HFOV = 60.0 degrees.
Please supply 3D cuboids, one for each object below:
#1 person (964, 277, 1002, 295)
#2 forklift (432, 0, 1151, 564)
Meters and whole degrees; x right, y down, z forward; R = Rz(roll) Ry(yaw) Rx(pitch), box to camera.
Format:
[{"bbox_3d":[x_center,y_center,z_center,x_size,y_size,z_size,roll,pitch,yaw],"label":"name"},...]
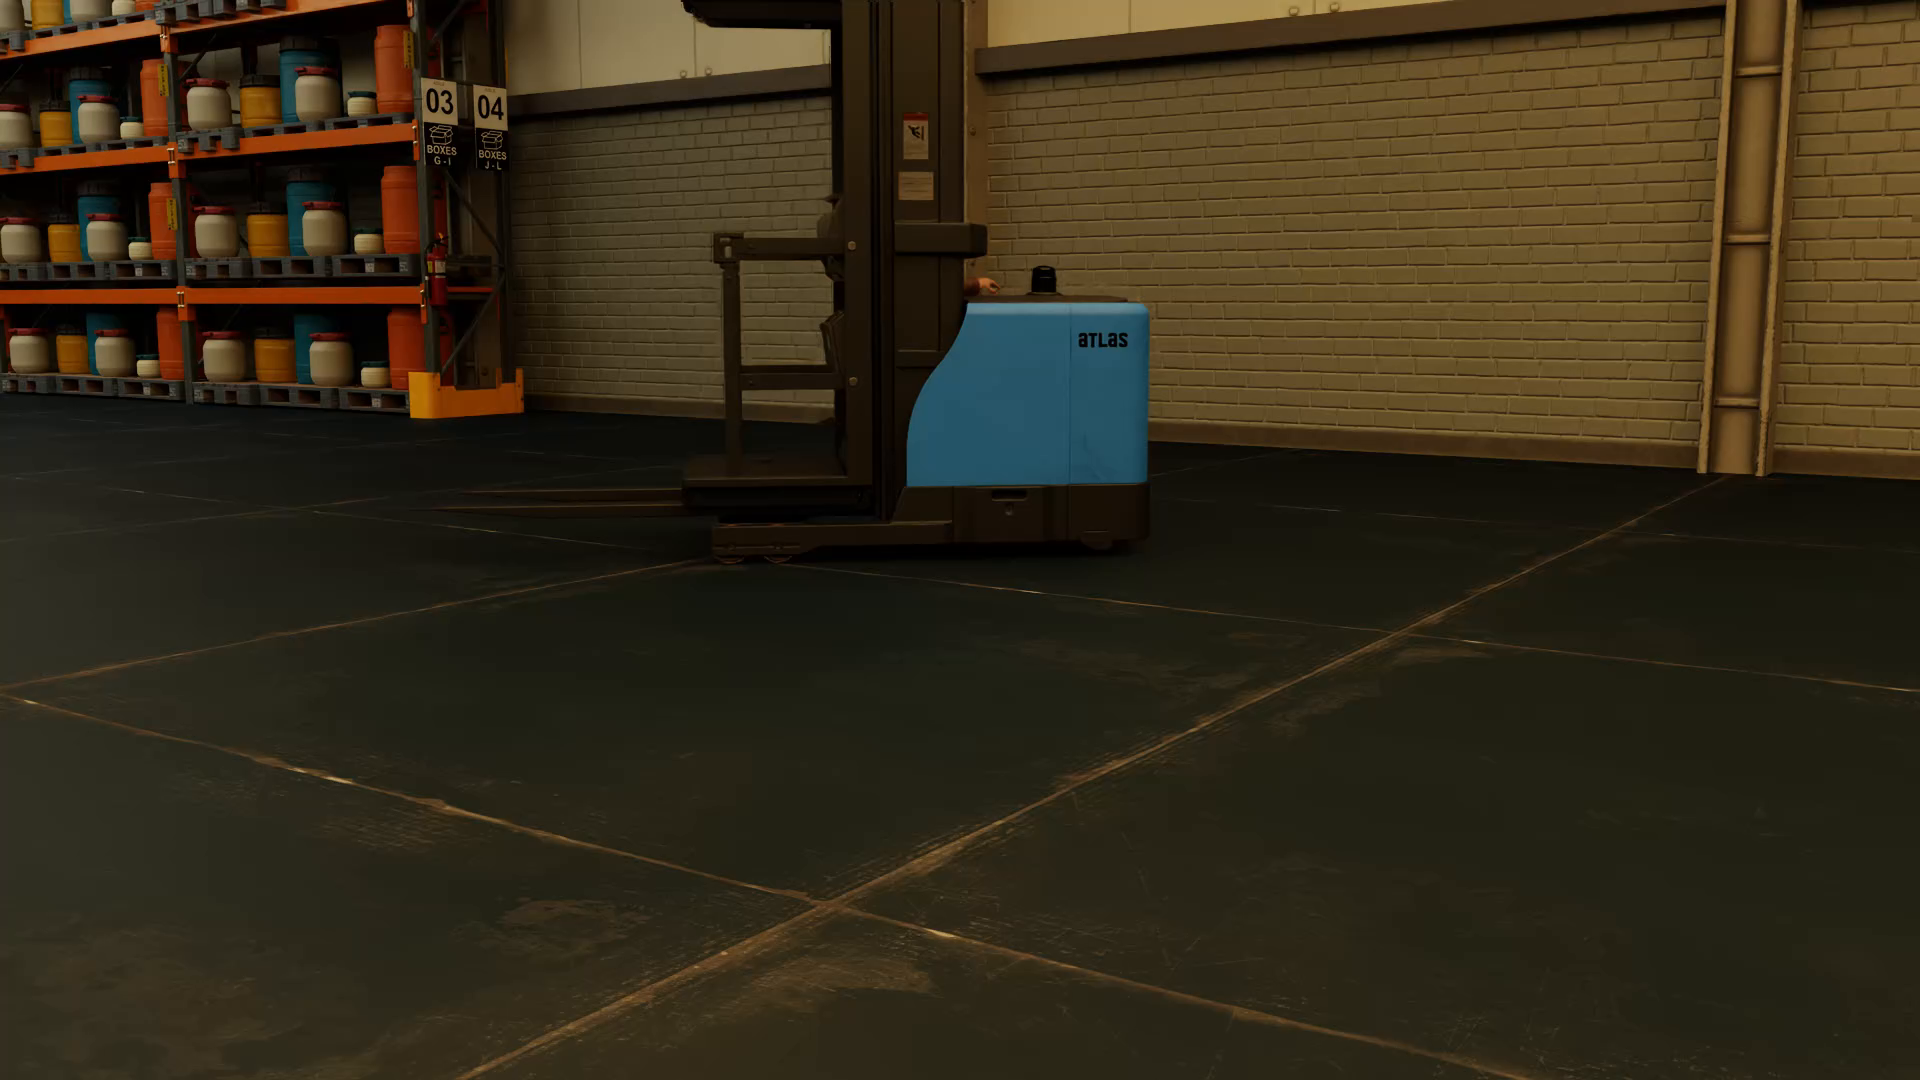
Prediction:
[{"bbox_3d":[-0.129,-1.015,9.506,0.875,1.522,1.185,6,10,36],"label":"person"},{"bbox_3d":[-0.734,-1.430,7.252,3.031,2.935,1.130,-1,8,-7],"label":"forklift"}]
